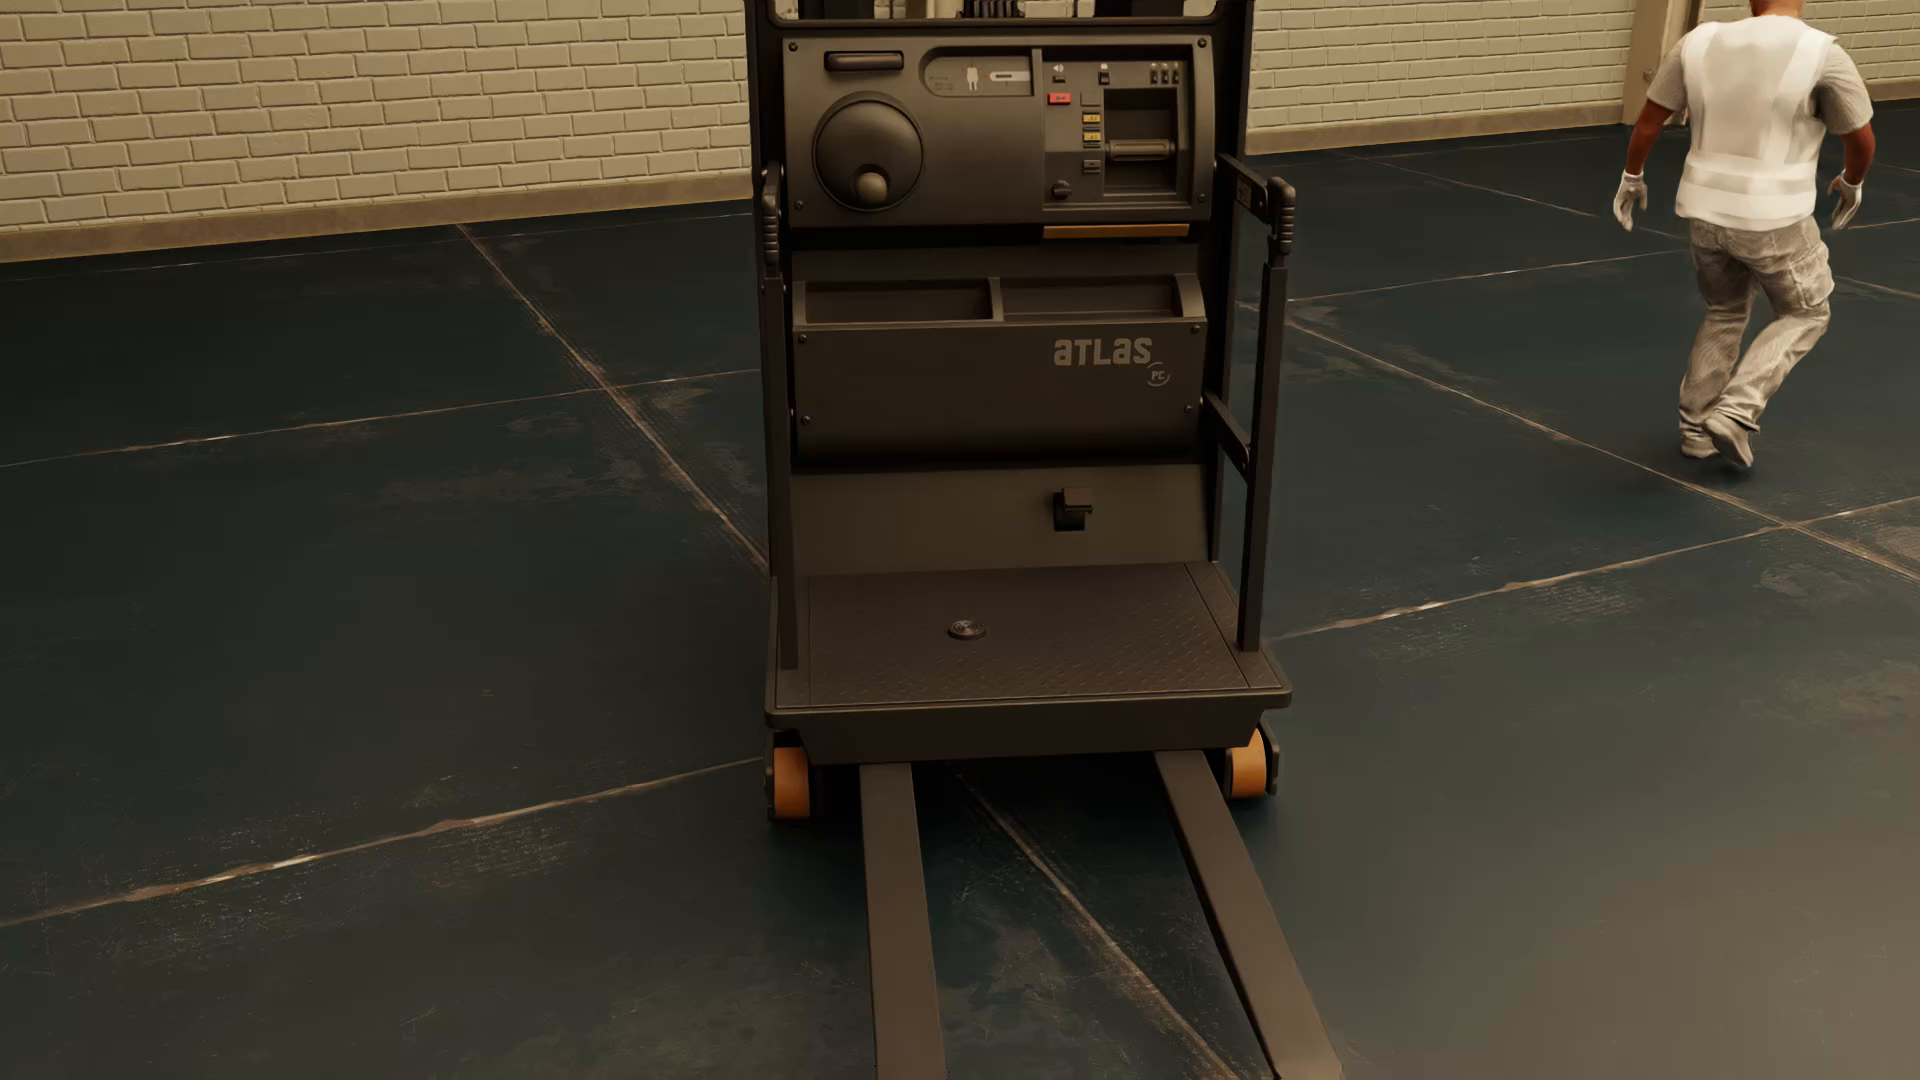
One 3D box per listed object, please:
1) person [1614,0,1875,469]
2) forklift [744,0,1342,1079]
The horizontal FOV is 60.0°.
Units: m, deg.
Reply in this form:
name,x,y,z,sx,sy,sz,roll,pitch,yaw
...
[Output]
name,x,y,z,sx,sy,sz,roll,pitch,yaw
person,2.591,-1.104,5.500,0.530,1.738,0.775,-13,26,-29
forklift,0.108,-0.874,3.390,1.130,2.935,3.031,-2,23,-5
